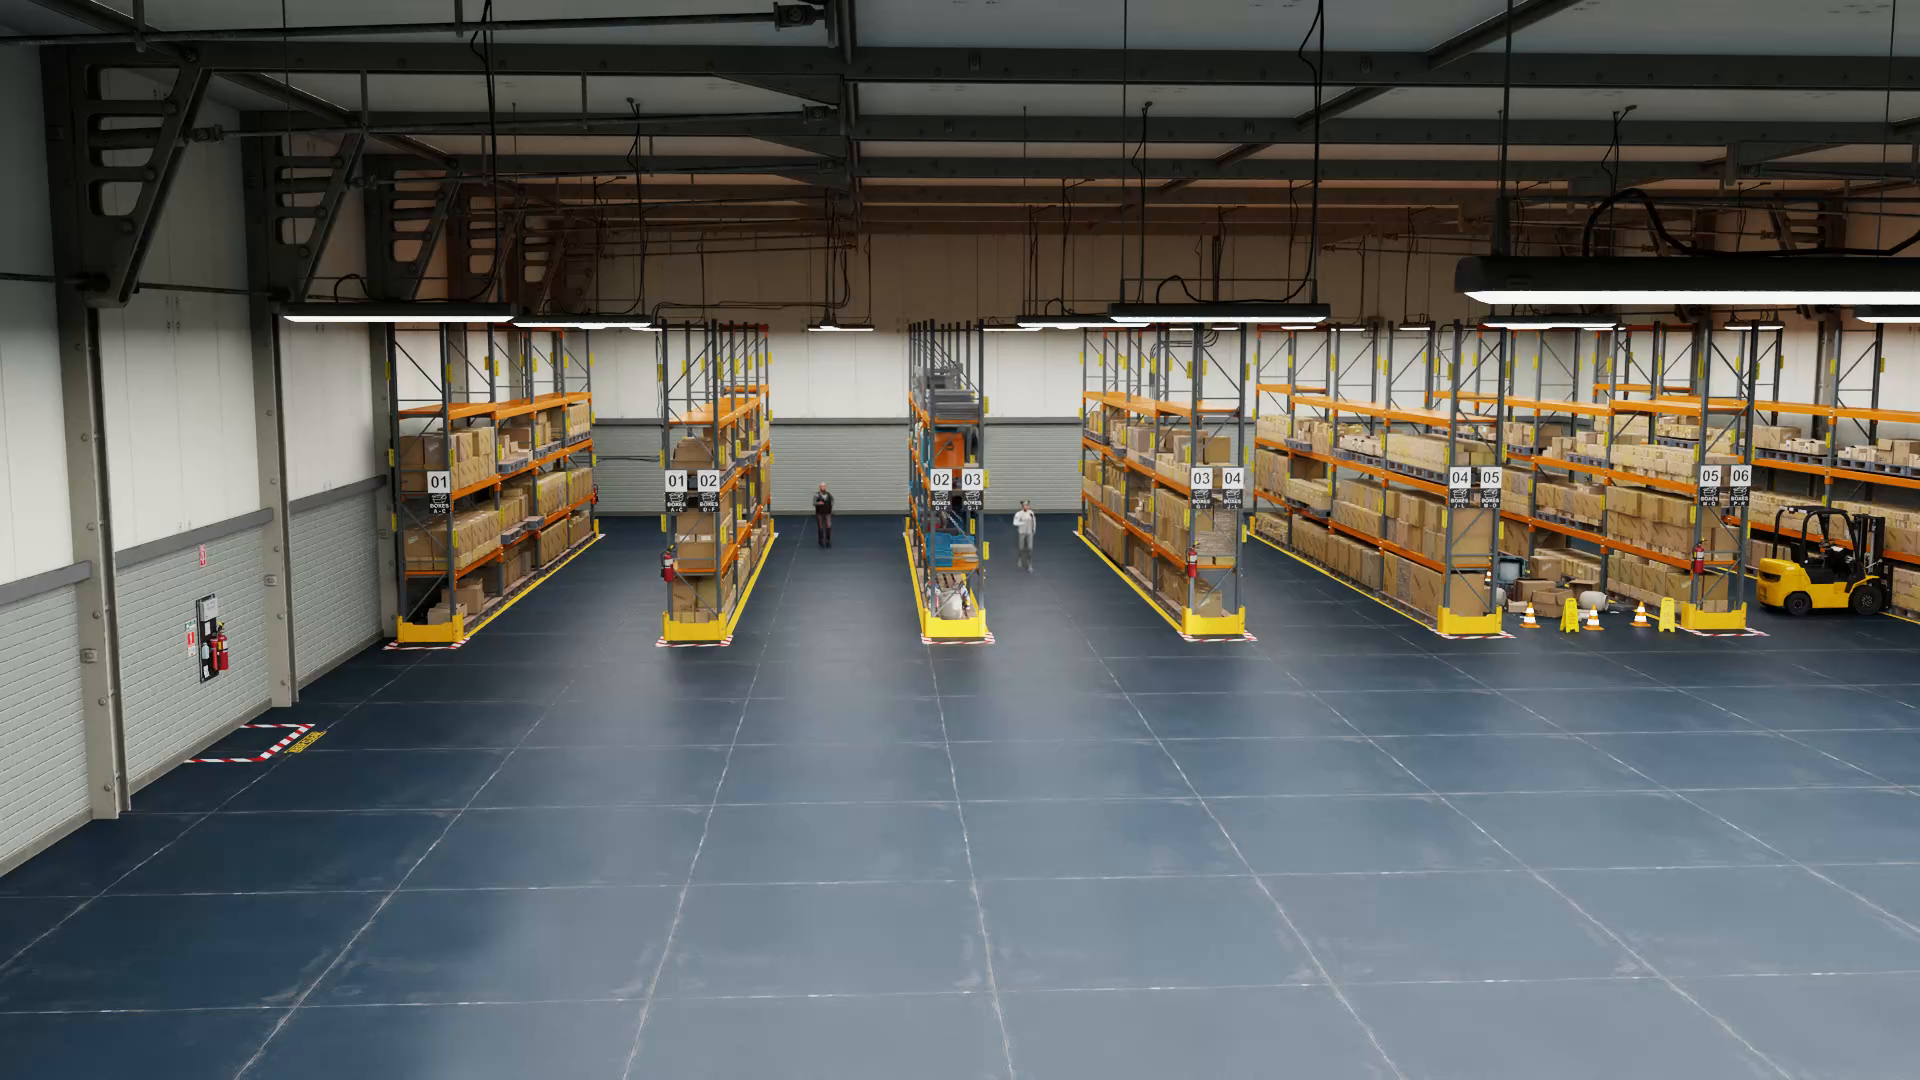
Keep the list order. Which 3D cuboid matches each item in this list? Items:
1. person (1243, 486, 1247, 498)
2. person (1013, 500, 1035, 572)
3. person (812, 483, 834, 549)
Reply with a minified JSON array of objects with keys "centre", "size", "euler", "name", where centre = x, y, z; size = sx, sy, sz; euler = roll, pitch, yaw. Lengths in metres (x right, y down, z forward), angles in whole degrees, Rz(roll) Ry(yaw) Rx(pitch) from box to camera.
[{"centre":[8.022,-1.083,48.569],"size":[0.676,1.667,0.635],"euler":[-4,8,-31],"name":"person"},{"centre":[1.573,-0.129,40.536],"size":[0.608,1.747,0.806],"euler":[-1,7,-11],"name":"person"},{"centre":[-3.665,-0.652,44.733],"size":[0.639,1.774,0.734],"euler":[-2,7,-13],"name":"person"}]
